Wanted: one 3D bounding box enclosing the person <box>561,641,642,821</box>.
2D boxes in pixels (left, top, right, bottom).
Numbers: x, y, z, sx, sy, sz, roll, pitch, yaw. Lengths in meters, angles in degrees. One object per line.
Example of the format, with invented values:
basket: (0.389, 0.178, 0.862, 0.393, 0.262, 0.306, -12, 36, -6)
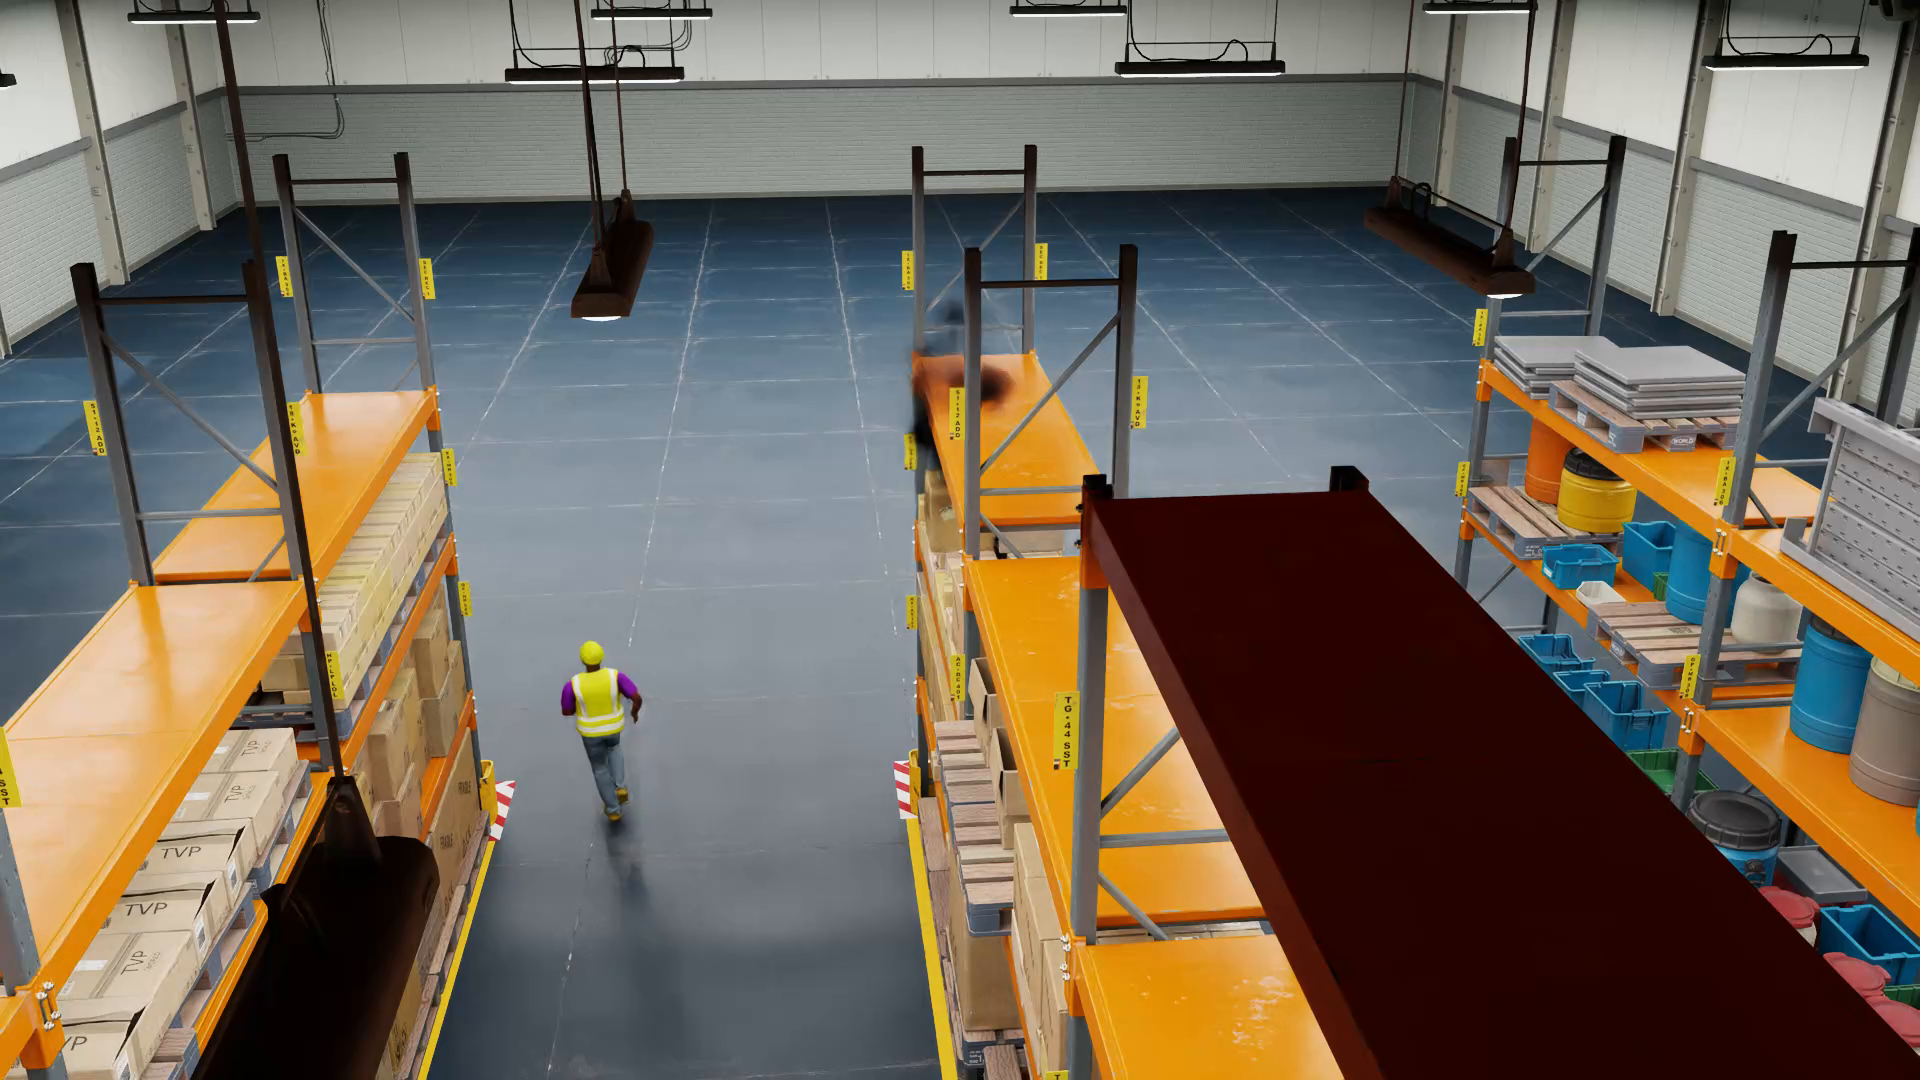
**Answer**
person: (-3.241, 1.687, 15.024, 0.679, 1.755, 0.613, -9, 23, -21)
